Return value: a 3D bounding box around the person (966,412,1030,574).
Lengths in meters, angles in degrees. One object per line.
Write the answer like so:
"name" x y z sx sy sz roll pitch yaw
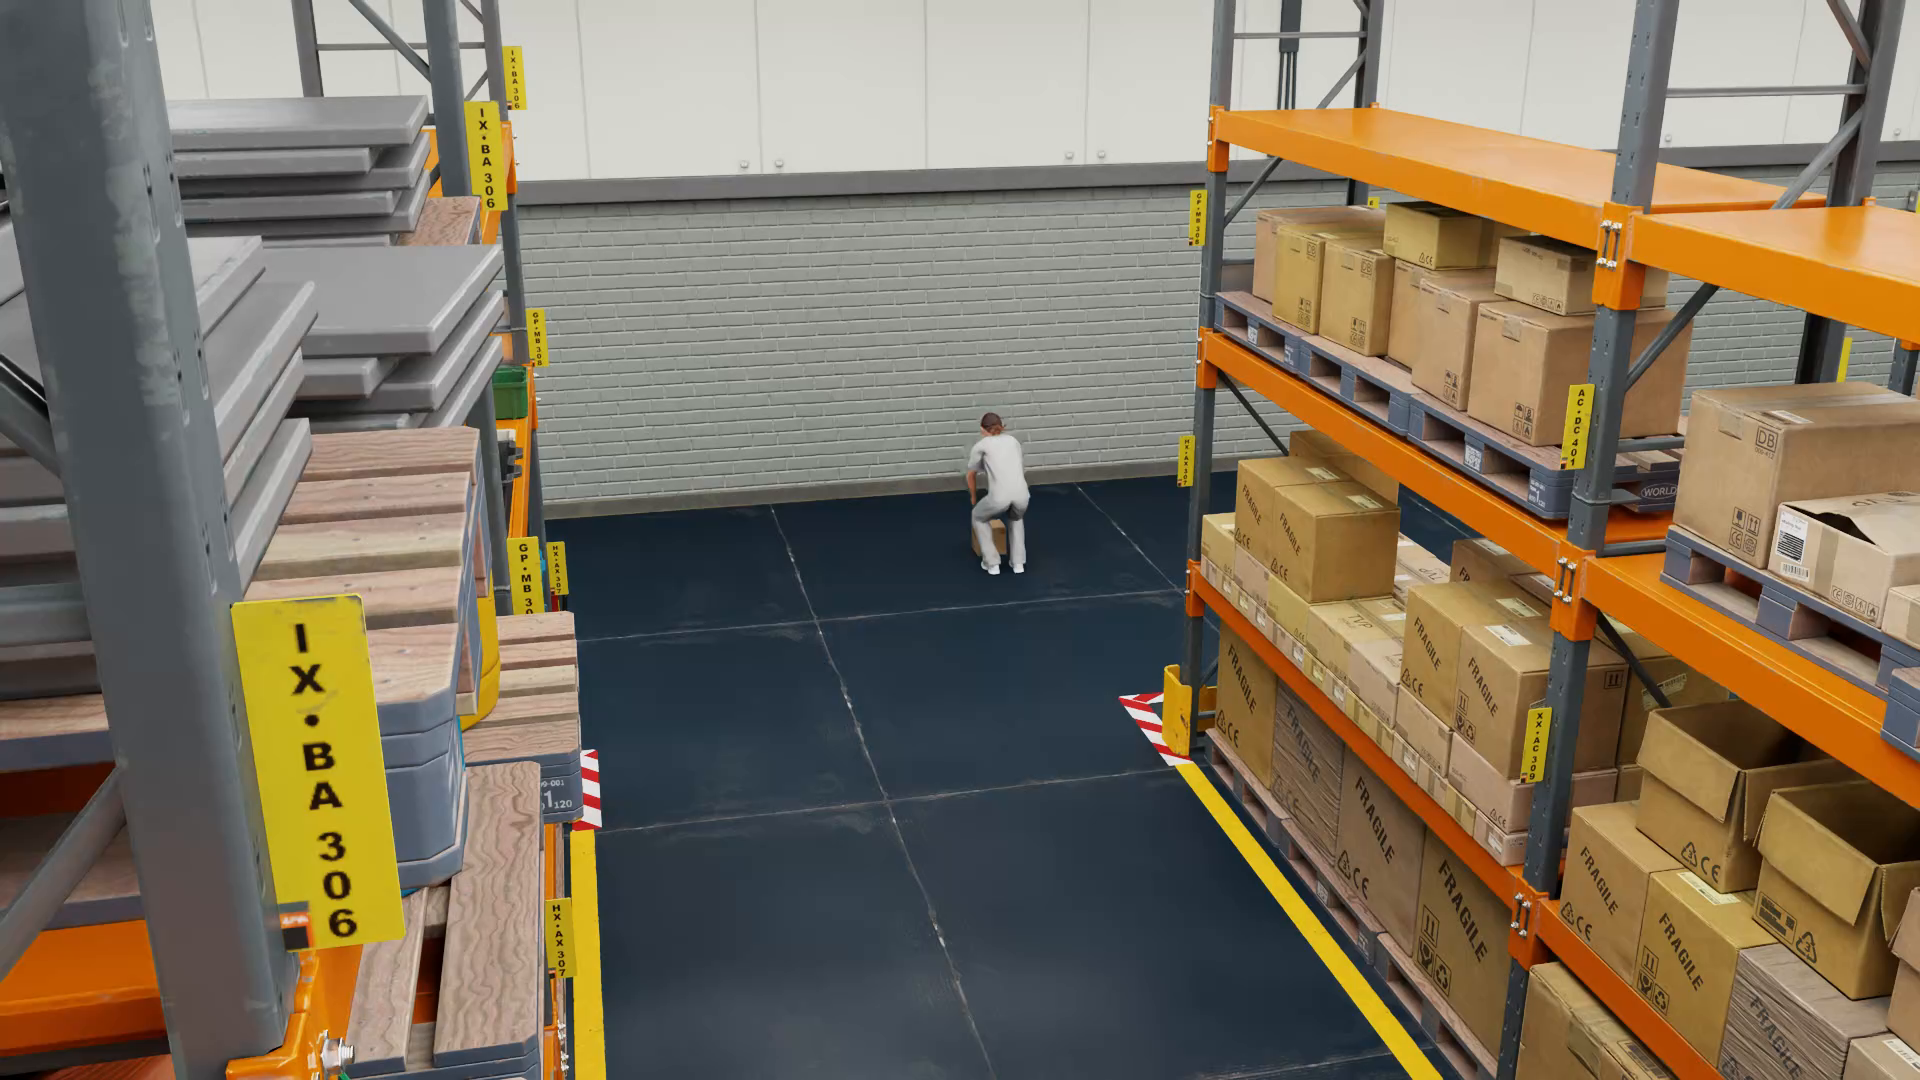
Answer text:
"person" 0.317 -0.382 13.979 0.494 1.304 0.682 -4 20 -12
